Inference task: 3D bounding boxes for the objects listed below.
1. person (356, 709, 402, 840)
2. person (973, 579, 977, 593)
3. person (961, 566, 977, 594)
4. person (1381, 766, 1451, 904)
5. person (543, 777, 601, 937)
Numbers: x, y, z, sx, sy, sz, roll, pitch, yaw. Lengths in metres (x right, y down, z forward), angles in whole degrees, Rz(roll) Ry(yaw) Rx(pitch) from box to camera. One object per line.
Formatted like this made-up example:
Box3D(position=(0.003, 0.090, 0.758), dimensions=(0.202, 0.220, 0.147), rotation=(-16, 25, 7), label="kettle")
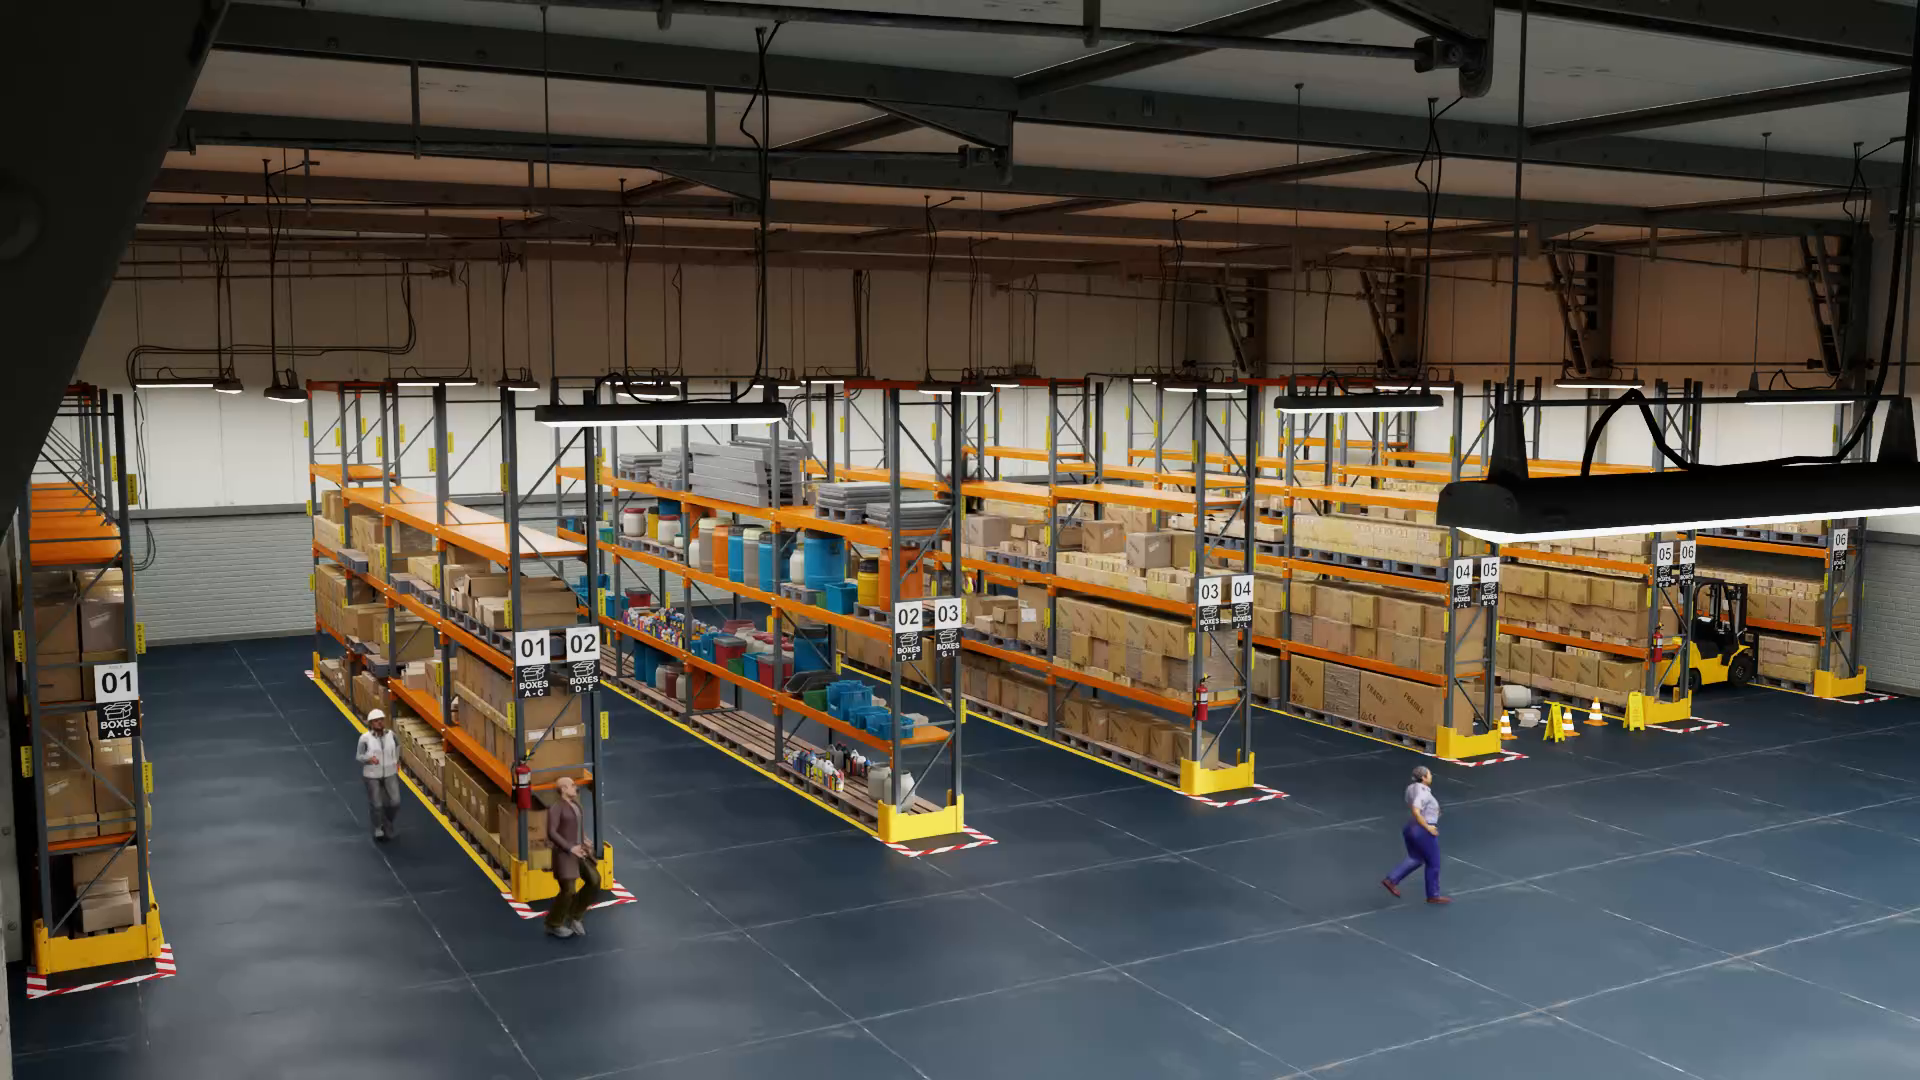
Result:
Box3D(position=(-7.643, 3.123, 22.008), dimensions=(0.642, 1.767, 0.647), rotation=(-4, 7, -33), label="person")
Box3D(position=(0.404, 1.018, 42.389), dimensions=(1.034, 1.570, 0.679), rotation=(2, 6, 16), label="person")
Box3D(position=(0.101, 1.444, 37.956), dimensions=(0.721, 1.717, 0.651), rotation=(-2, 7, -22), label="person")
Box3D(position=(5.369, 3.450, 19.470), dimensions=(0.804, 1.625, 0.625), rotation=(-1, 6, -8), label="person")
Box3D(position=(-4.291, 3.516, 18.499), dimensions=(0.601, 1.745, 0.768), rotation=(2, 6, 20), label="person")
